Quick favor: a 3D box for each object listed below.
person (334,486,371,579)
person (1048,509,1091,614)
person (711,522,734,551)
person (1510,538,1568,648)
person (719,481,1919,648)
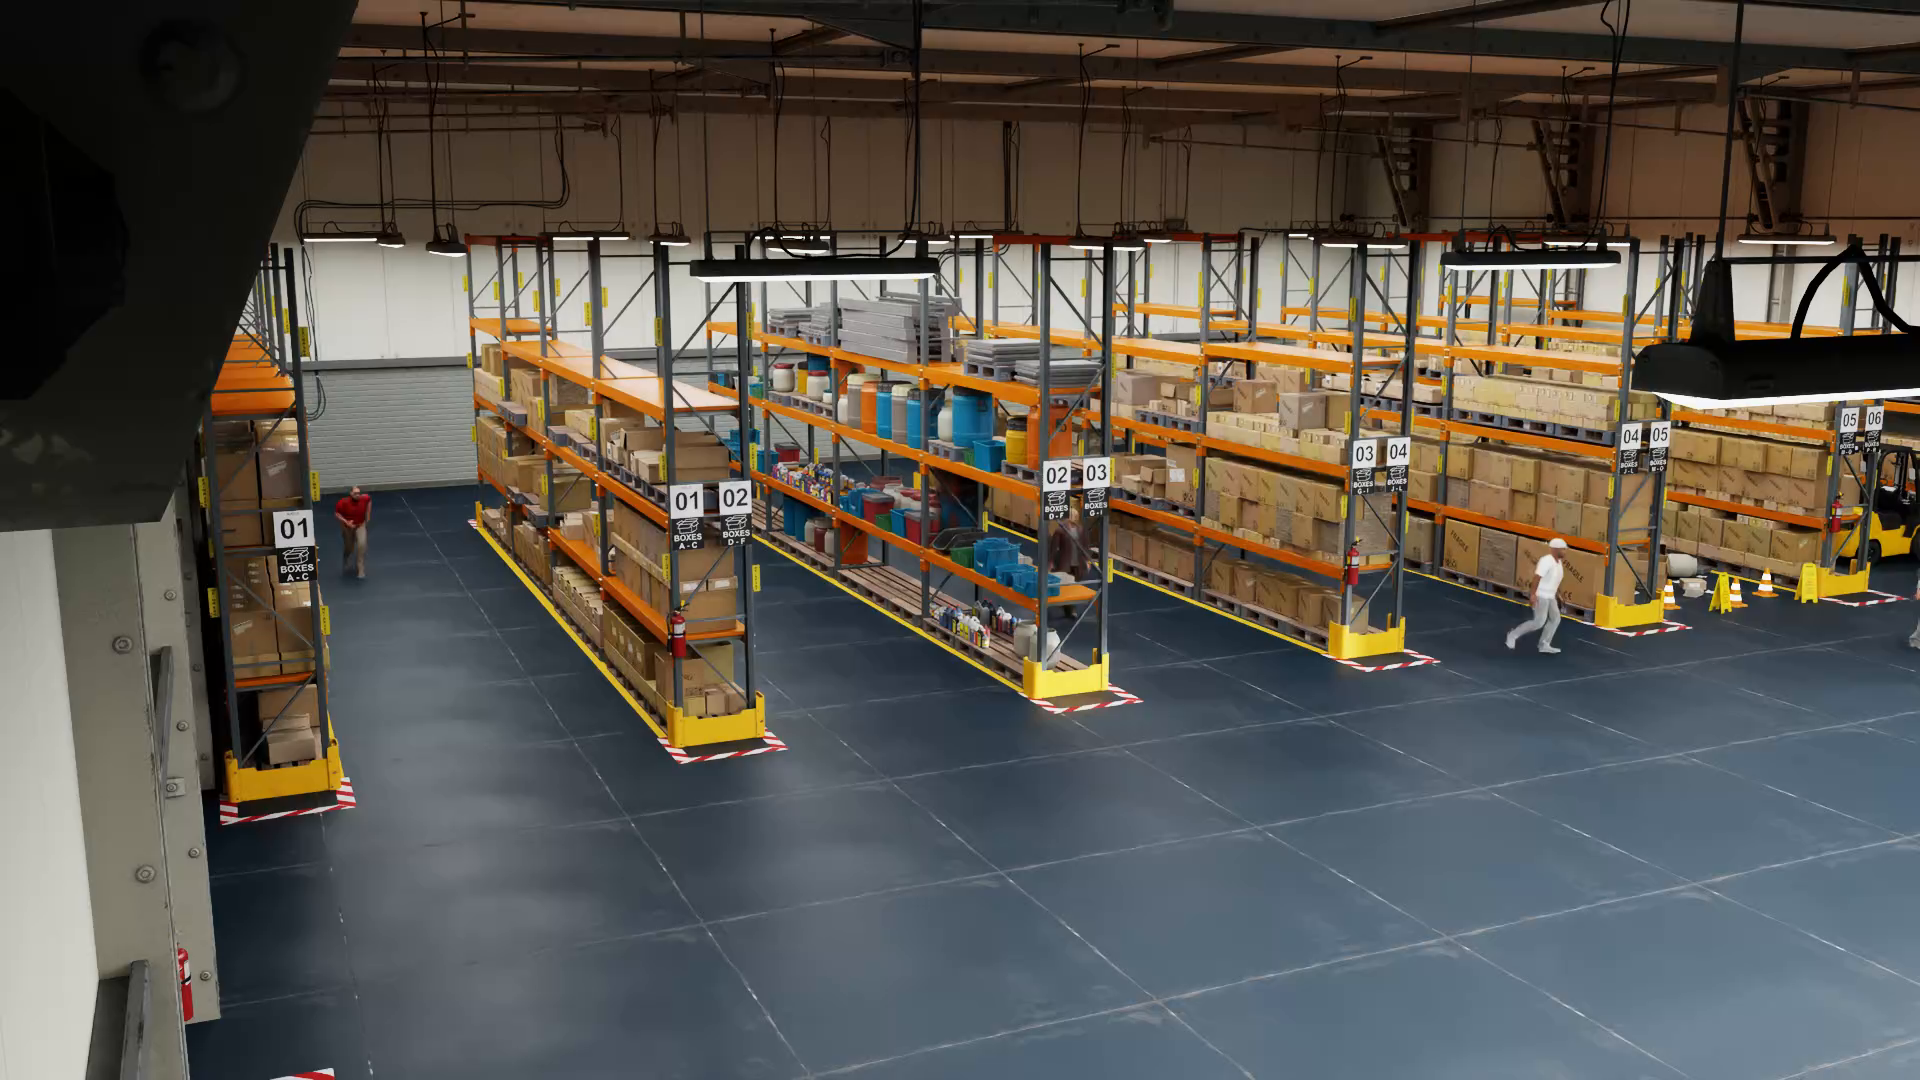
[{"bbox_3d":[-10.914,-0.180,29.867,0.698,1.693,1.023,-8,14,-36],"label":"person"},{"bbox_3d":[1.720,0.330,26.531,0.683,1.695,0.570,-5,12,-24],"label":"person"},{"bbox_3d":[-4.175,-0.293,29.746,0.669,1.652,0.655,-5,12,-24],"label":"person"},{"bbox_3d":[8.521,0.780,24.446,0.708,1.646,0.774,7,13,32],"label":"person"},{"bbox_3d":[6.032,0.481,22.255,15.760,3.175,9.316,-10,15,-43],"label":"person"}]
